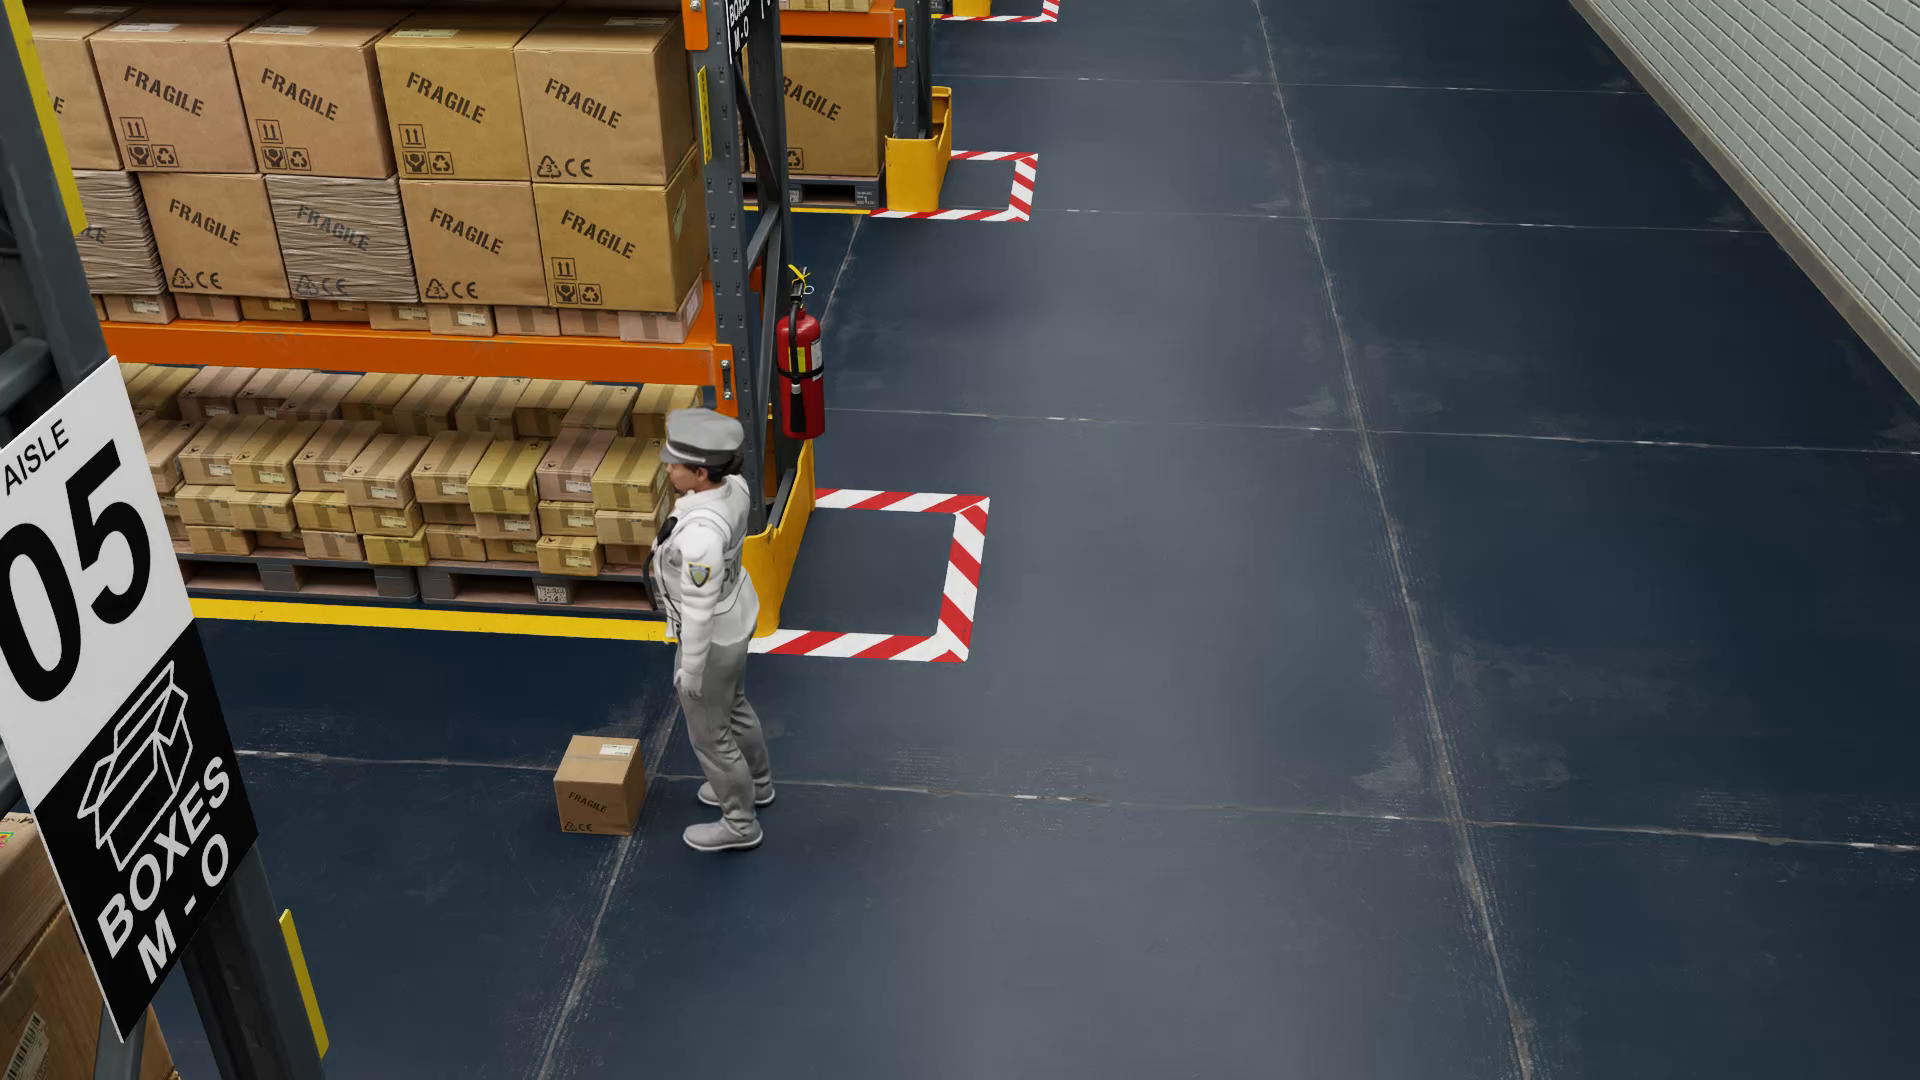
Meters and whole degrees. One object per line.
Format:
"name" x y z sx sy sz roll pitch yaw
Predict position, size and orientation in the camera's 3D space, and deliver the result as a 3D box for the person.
"person" -0.843 0.324 5.612 0.336 1.676 0.467 3 32 5
